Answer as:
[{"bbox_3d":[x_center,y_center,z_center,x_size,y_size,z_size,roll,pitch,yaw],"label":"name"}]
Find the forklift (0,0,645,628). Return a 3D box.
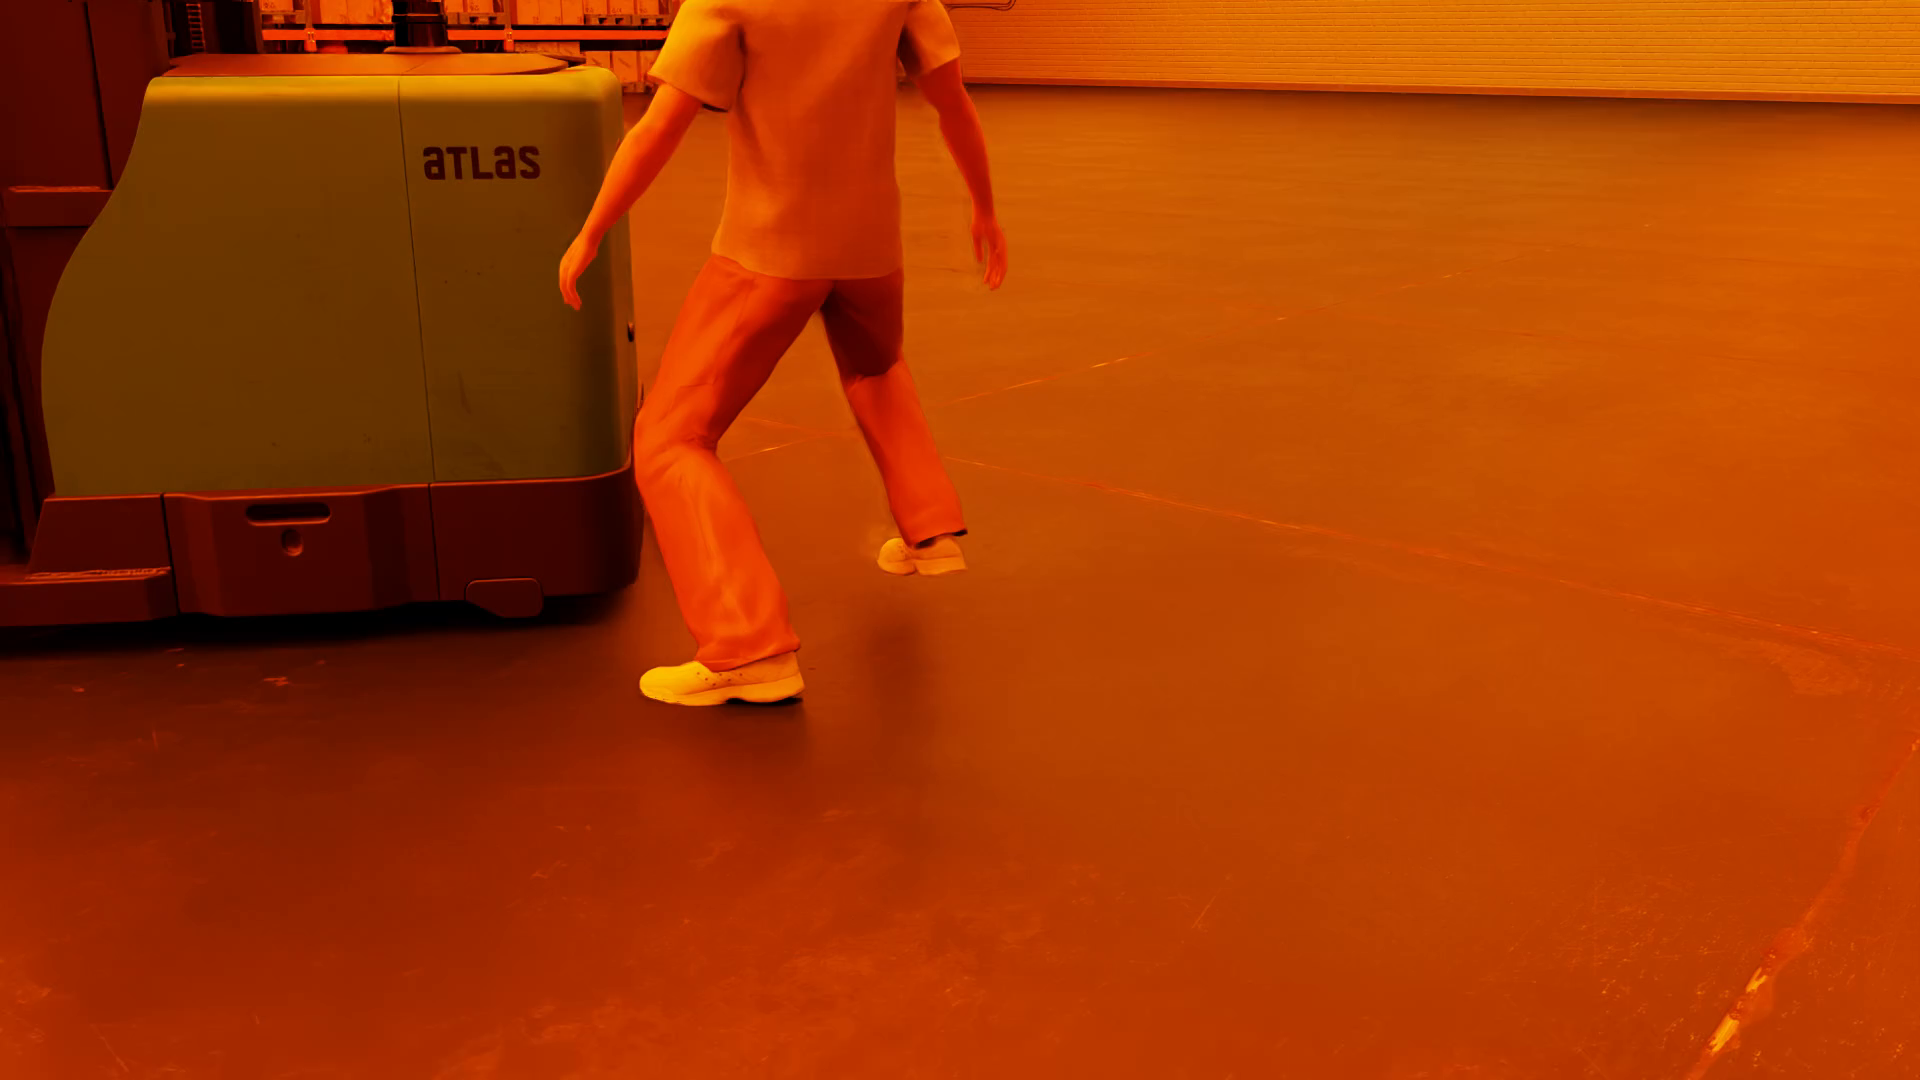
[{"bbox_3d":[-2.229,-1.312,3.220,3.031,2.935,1.130,-3,17,-8],"label":"forklift"}]

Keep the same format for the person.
[{"bbox_3d":[-0.295,-0.540,3.067,0.847,1.573,0.587,-9,19,-28],"label":"person"}]
